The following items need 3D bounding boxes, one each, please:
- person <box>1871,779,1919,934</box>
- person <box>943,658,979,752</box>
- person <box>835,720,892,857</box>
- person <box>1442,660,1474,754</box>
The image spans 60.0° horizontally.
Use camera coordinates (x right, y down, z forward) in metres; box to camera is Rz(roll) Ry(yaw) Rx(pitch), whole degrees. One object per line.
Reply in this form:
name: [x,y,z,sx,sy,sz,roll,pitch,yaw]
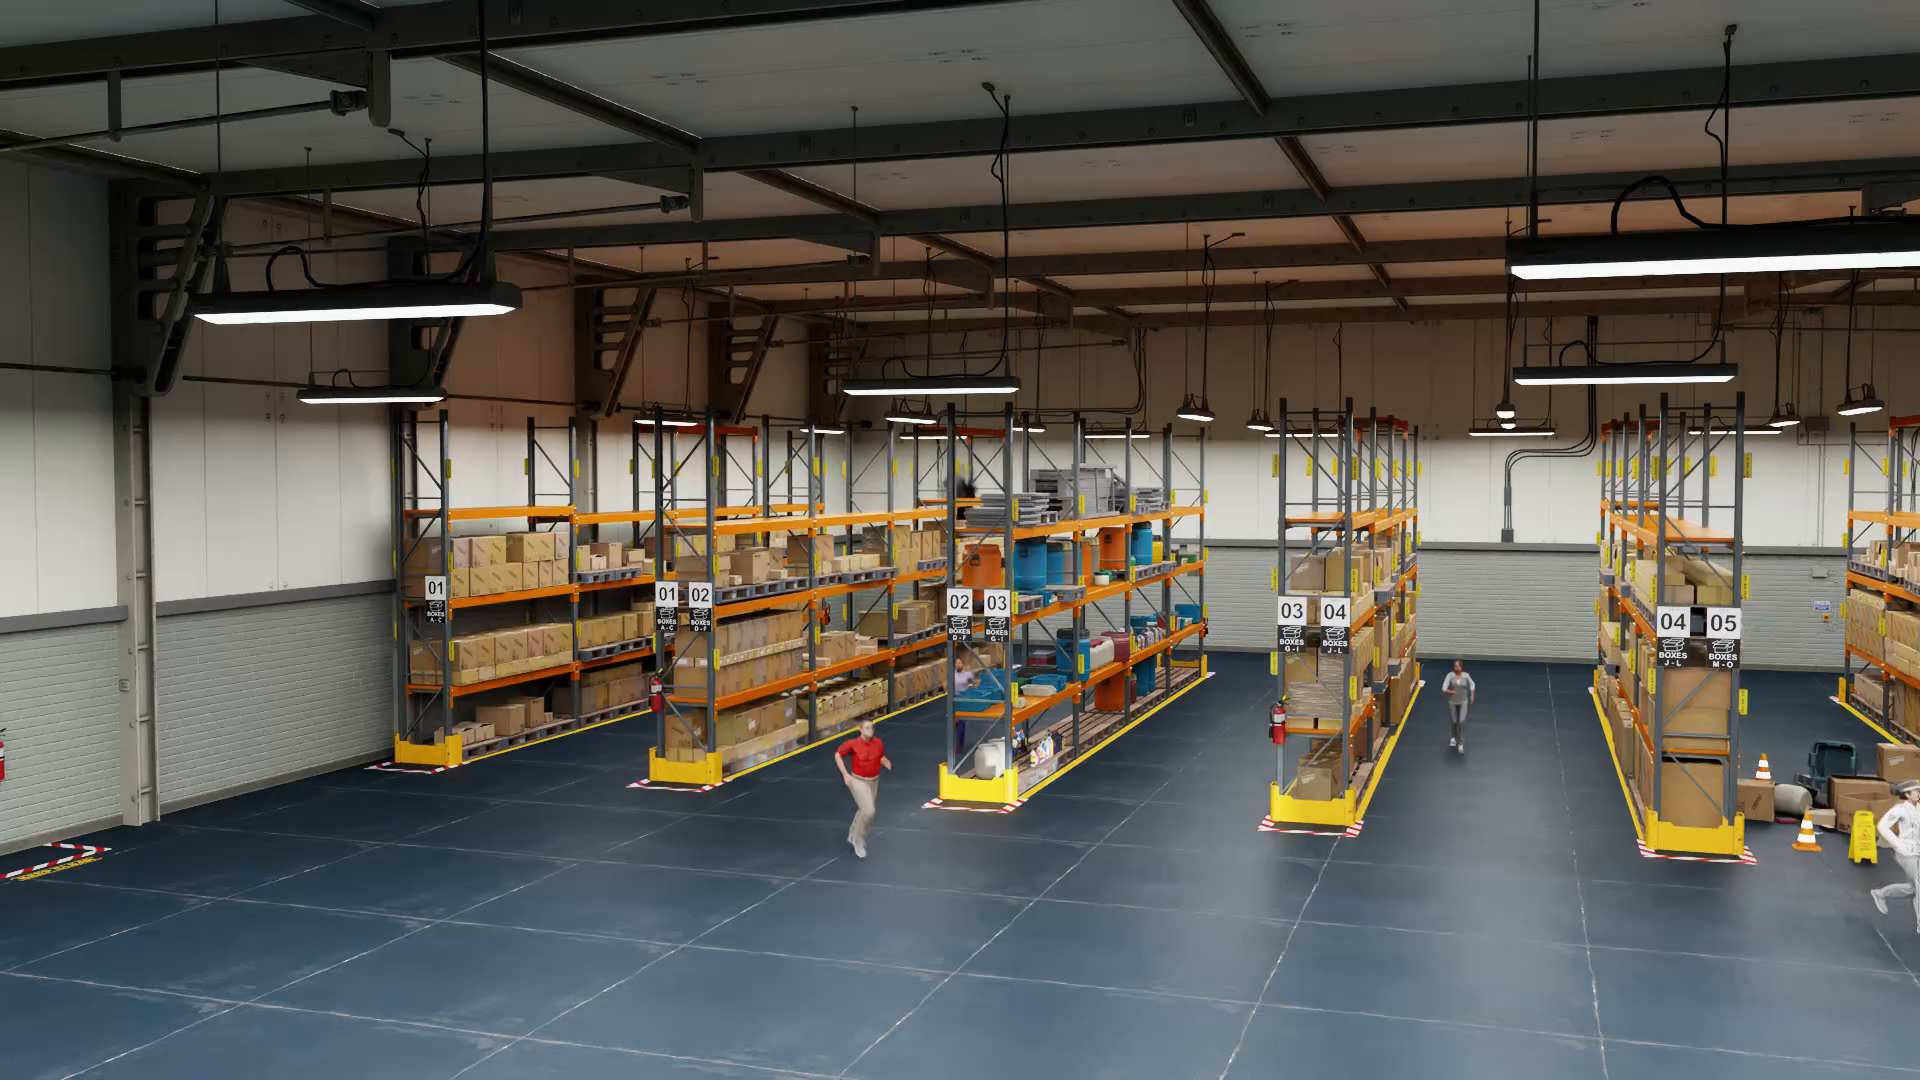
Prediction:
person: [10.218,3.403,17.936,0.618,1.696,0.842,-1,3,-30]
person: [-0.013,2.910,29.611,0.596,1.612,0.917,1,3,16]
person: [-1.215,3.225,21.672,0.651,1.777,0.747,-2,3,-45]
person: [8.840,2.937,29.519,0.555,1.647,0.725,1,3,16]
